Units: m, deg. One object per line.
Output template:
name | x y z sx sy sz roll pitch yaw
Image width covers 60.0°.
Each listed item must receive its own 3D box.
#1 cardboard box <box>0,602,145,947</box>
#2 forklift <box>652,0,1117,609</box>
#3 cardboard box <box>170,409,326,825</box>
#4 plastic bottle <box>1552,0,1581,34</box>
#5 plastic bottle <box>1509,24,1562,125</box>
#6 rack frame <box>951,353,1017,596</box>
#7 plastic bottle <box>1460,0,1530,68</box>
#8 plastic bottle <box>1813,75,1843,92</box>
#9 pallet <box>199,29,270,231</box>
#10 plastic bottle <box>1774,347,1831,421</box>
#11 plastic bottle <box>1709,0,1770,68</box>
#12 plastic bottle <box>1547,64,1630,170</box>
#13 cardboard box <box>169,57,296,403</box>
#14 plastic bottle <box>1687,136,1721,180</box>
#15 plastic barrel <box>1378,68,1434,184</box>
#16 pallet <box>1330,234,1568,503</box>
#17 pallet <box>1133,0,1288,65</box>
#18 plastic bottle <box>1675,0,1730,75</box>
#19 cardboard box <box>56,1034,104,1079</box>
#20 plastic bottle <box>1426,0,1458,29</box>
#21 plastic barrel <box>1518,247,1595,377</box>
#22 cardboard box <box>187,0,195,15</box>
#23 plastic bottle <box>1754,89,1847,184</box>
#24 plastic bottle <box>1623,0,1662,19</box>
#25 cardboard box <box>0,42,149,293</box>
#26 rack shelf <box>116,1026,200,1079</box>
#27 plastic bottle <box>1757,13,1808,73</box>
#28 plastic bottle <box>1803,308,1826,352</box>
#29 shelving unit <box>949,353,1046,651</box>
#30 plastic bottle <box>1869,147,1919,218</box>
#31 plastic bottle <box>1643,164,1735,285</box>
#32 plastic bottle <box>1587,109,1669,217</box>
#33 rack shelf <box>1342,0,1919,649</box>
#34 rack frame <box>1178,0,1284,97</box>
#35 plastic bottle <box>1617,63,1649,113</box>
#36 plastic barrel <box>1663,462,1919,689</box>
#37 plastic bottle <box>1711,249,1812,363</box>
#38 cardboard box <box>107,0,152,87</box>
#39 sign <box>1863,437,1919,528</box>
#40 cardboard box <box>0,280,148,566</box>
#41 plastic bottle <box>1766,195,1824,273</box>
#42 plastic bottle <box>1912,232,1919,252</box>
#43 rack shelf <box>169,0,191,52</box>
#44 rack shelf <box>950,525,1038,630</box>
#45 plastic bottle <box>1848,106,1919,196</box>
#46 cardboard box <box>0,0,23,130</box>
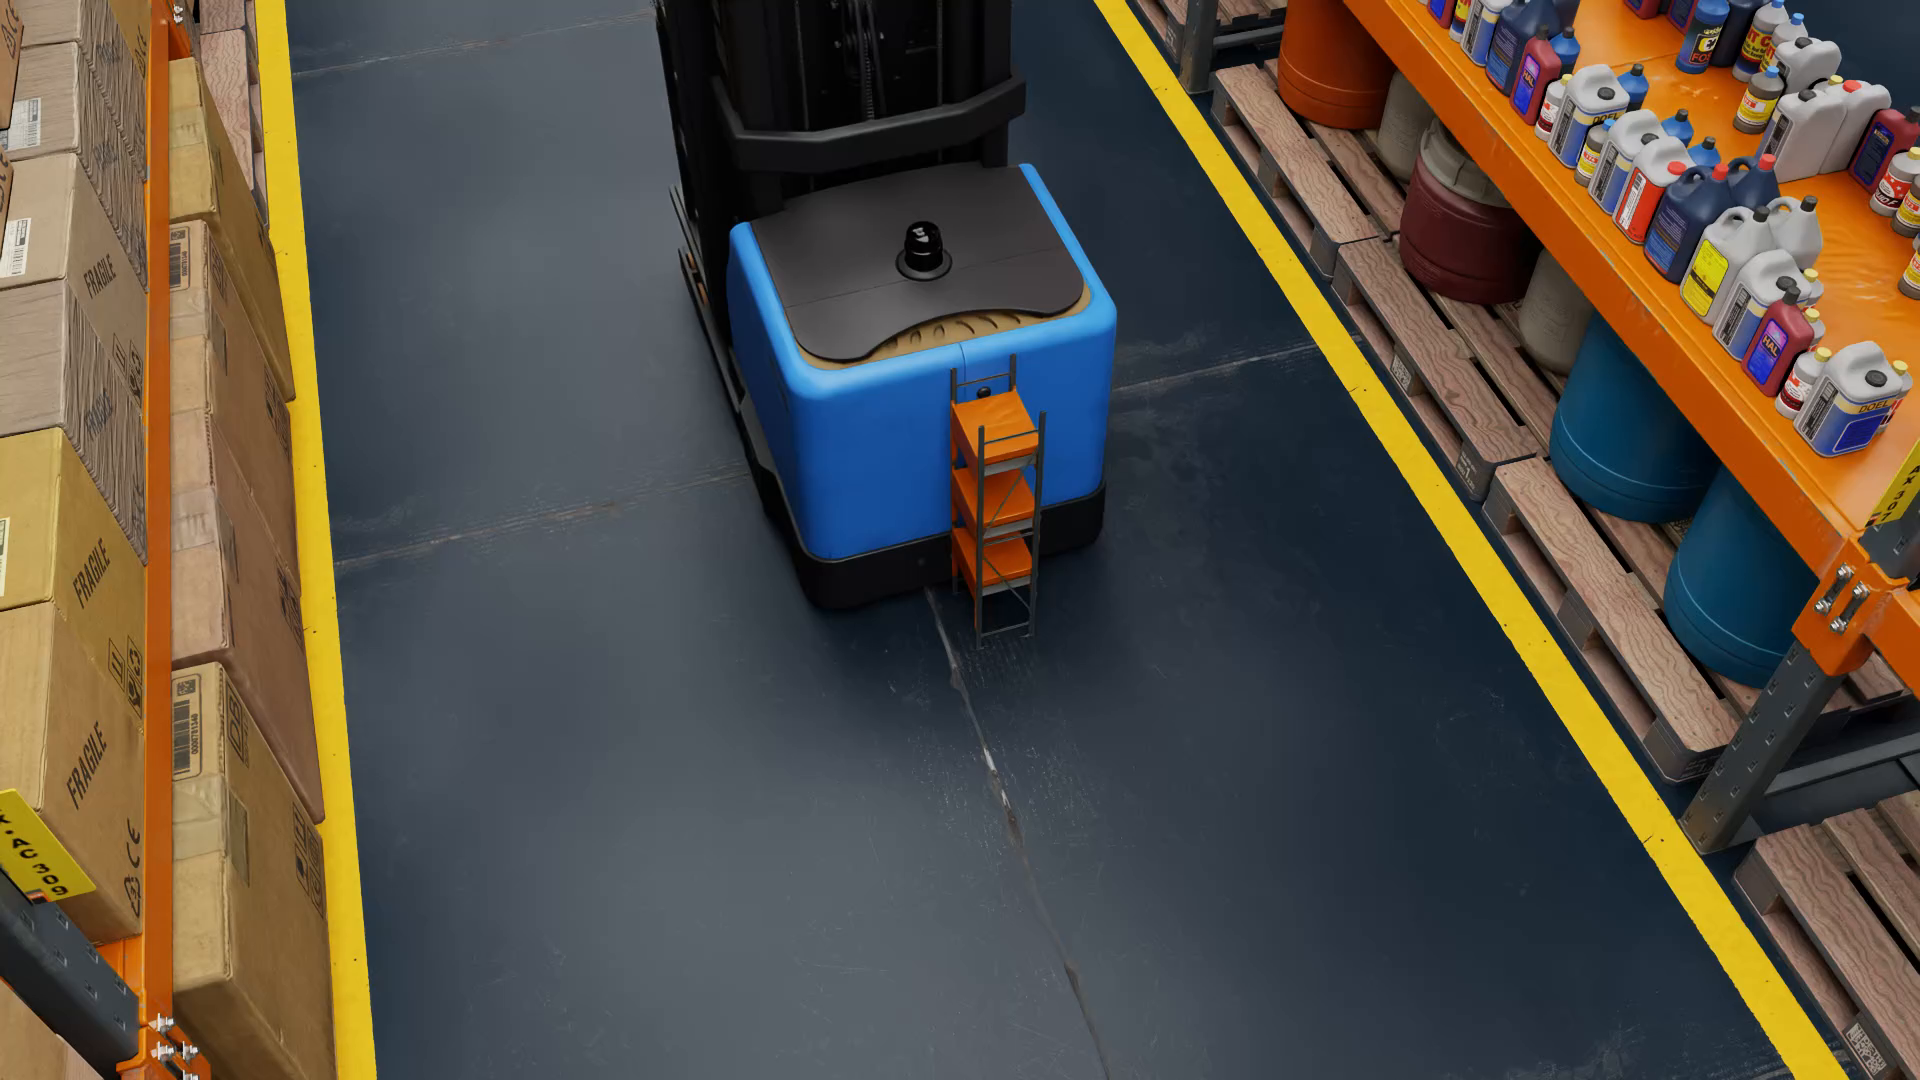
cardboard box | -1.967 0.516 3.288 0.500 0.500 0.500 -13 51 -11
forklift | -0.464 -1.876 5.414 1.130 2.935 3.031 -14 51 -12
cardboard box | -2.543 0.375 4.587 1.225 0.875 0.875 -15 51 -12
plastic bottle | 1.857 -1.698 5.252 0.144 0.351 0.185 -13 51 -11
plastic bottle | 1.759 -1.418 5.060 0.061 0.283 0.133 -13 51 -11
rack frame | 0.069 -0.178 5.213 0.200 1.050 0.008 -14 51 -12
plastic bottle | 1.708 -1.659 5.268 0.152 0.276 0.135 -13 51 -11
plastic bottle | 2.607 -1.307 5.020 0.097 0.201 0.097 0 50 0
pallet | -3.482 -1.653 7.006 1.003 0.211 1.213 -13 51 -11
plastic bottle | 2.176 -0.409 4.262 0.097 0.201 0.097 0 50 0
plastic bottle | 2.445 -1.693 5.248 0.144 0.351 0.185 -13 51 -11
plastic bottle | 1.871 -1.257 4.929 0.152 0.276 0.135 -13 51 -11
cardboard box | -3.069 -0.923 5.681 1.225 0.875 0.875 -15 52 -13
plastic bottle | 2.093 -1.030 4.740 0.097 0.271 0.097 0 50 0
plastic barrel | 1.892 -1.689 6.564 0.421 0.512 0.421 0 50 0
pallet | 2.109 -0.746 6.241 1.003 0.211 1.213 -13 51 -11
pallet | 1.287 -2.777 7.953 1.003 0.211 1.213 -13 51 -11
plastic bottle | 2.343 -1.608 5.228 0.097 0.271 0.097 0 50 0
cardboard box | -1.689 1.156 2.717 0.500 0.250 0.500 -14 51 -12
plastic bottle | 1.596 -1.820 5.399 0.061 0.283 0.133 -13 51 -11
plastic barrel | 2.226 -0.864 5.869 0.421 0.512 0.421 0 50 0
cardboard box | -3.820 -2.617 7.341 0.700 0.500 0.500 -9 51 -8
plastic bottle | 2.470 -1.205 4.885 0.152 0.276 0.135 -13 51 -11
plastic bottle | 2.261 -1.862 5.434 0.061 0.283 0.133 -13 51 -11
cardboard box | -2.572 -0.965 4.536 0.500 0.500 0.500 -15 51 -12
rack shelf | -1.478 2.633 2.039 1.077 0.370 4.000 -13 51 -11
plastic bottle | 2.538 -1.499 5.136 0.097 0.271 0.097 0 50 0
plastic bottle | 2.194 -0.520 4.356 0.097 0.201 0.097 0 50 0
shelving unit | 0.108 -0.090 5.139 0.215 1.050 0.252 -14 51 -12
plastic bottle | 2.715 -1.040 4.795 0.097 0.201 0.097 0 50 0
plastic bottle | 2.023 -0.896 4.576 0.144 0.351 0.185 -13 51 -11
plastic bottle | 1.939 -1.088 4.786 0.152 0.276 0.135 -13 51 -11
rack shelf | 2.070 -1.408 5.446 1.077 0.370 4.000 -13 51 -11
rack frame | 1.479 -3.101 6.402 1.000 3.000 0.127 -13 51 -11
plastic bottle | 1.984 -1.297 4.966 0.097 0.271 0.097 0 50 0
plastic barrel | 2.517 -0.040 4.919 0.600 0.901 0.708 -13 51 -11
plastic bottle | 2.128 -0.621 4.393 0.152 0.276 0.135 -13 51 -11
cardboard box | -2.870 -1.709 5.163 0.500 0.500 0.500 -12 51 -10
sign | 2.136 -0.146 3.730 0.100 0.325 0.005 -13 51 -11
cardboard box | -2.264 -0.217 3.905 0.500 0.500 0.500 -14 51 -12
plastic bottle | 2.215 -0.793 4.489 0.144 0.351 0.185 -13 51 -11
plastic bottle | 2.772 -0.920 4.648 0.097 0.271 0.097 0 50 0
rack shelf | -3.844 -3.210 6.965 1.077 0.370 4.000 -13 51 -11
rack shelf | 0.108 0.096 5.359 0.215 0.259 0.240 -14 51 -12
plastic bottle | 2.698 -1.155 4.838 0.061 0.283 0.133 -13 51 -11
cardboard box | -2.862 -1.322 4.181 0.797 0.503 0.637 -12 51 -10
